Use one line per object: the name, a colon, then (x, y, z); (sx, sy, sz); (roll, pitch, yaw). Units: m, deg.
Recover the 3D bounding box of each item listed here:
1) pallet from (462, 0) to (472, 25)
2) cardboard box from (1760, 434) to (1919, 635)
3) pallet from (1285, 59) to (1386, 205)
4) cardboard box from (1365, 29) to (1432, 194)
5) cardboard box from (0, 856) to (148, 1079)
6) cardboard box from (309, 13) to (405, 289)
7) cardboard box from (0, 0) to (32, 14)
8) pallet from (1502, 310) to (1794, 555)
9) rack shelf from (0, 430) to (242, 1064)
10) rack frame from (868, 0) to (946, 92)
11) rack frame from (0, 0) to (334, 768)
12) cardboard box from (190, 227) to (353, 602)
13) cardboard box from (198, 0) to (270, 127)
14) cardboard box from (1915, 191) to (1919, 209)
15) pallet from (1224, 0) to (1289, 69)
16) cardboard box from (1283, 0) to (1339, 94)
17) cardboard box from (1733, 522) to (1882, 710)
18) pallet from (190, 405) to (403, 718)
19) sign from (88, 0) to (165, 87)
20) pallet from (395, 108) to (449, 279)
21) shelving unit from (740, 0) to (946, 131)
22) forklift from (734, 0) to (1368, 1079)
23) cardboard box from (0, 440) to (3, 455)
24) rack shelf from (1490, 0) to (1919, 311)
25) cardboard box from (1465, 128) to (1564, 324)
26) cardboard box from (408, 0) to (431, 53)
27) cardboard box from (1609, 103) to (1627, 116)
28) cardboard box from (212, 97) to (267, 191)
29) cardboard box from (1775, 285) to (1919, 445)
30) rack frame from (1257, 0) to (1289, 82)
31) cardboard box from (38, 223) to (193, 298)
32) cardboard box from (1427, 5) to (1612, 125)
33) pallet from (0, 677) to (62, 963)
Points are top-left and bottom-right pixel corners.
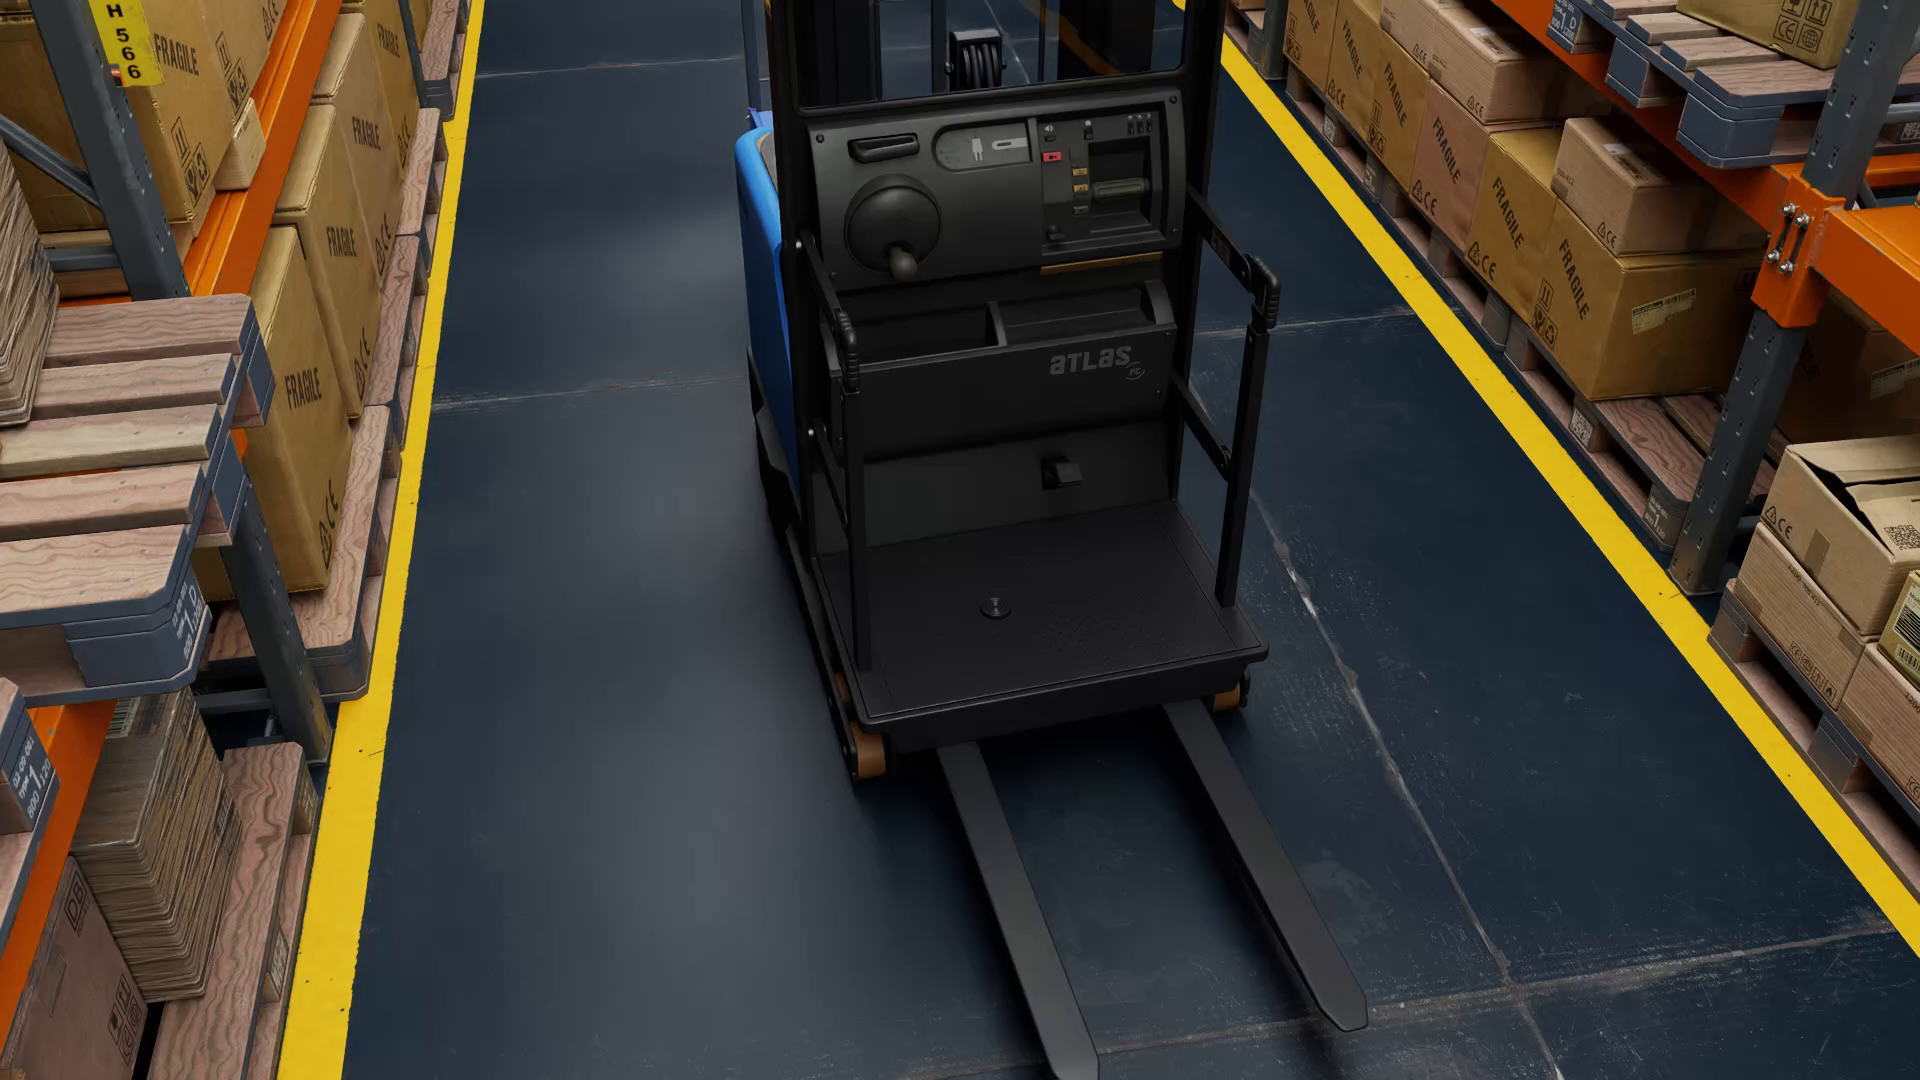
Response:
pallet: (-3.176, -3.083, 9.047); (1.003, 0.211, 1.213); (-6, 38, -8)
cardboard box: (2.477, -0.051, 4.313); (0.500, 0.311, 0.500); (-5, 38, -6)
pallet: (2.153, -1.925, 7.556); (1.003, 0.211, 1.213); (-6, 38, -8)
cardboard box: (2.003, -1.758, 6.747); (0.500, 0.500, 0.500); (-6, 38, -7)
cardboard box: (-2.048, 1.004, 3.192); (0.700, 0.500, 0.500); (-6, 38, -8)
cardboard box: (-2.502, -1.380, 5.991); (0.750, 0.750, 0.750); (-5, 38, -7)
cardboard box: (-2.032, -1.343, 3.582); (0.500, 0.250, 0.500); (-5, 38, -7)
pallet: (2.581, -0.451, 5.659); (1.003, 0.211, 1.213); (-6, 38, -8)
rack shelf: (-1.851, 0.930, 2.195); (1.077, 0.370, 4.000); (-6, 38, -8)
rack frame: (-0.289, -1.144, 5.501); (0.500, 1.500, 0.032); (-9, 39, -12)
rack frame: (-2.202, -0.562, 3.529); (1.000, 3.000, 0.127); (-6, 38, -8)
cardboard box: (-2.201, -0.338, 4.650); (0.750, 0.750, 0.750); (-7, 38, -9)
cardboard box: (-2.117, -1.365, 4.222); (0.500, 0.500, 0.500); (-5, 38, -6)
cardboard box: (2.695, -0.838, 3.956); (0.500, 0.311, 0.500); (-4, 38, -5)
pallet: (1.854, -2.827, 8.717); (1.003, 0.211, 1.213); (-6, 38, -8)
cardboard box: (1.818, -2.382, 7.550); (0.500, 0.500, 0.500); (-8, 39, -10)
cardboard box: (2.477, 0.170, 4.485); (0.500, 0.250, 0.500); (-6, 38, -8)
pallet: (-2.266, 0.054, 5.008); (1.003, 0.211, 1.213); (-6, 38, -8)
sign: (-1.669, -1.052, 3.280); (0.100, 0.325, 0.005); (-6, 38, -8)
pallet: (-2.693, -1.419, 6.905); (1.003, 0.211, 1.213); (-6, 38, -8)
shelving unit: (-0.421, -1.446, 5.888); (0.538, 1.500, 1.048); (-9, 39, -12)
forklift: (0.160, -0.788, 3.876); (1.130, 2.935, 3.031); (-9, 39, -12)
cardboard box: (-1.985, -0.158, 2.569); (0.700, 0.500, 0.500); (-10, 39, -12)
rack shelf: (2.324, -2.021, 5.993); (1.077, 0.370, 4.000); (-6, 38, -8)
cardboard box: (2.189, -1.136, 5.947); (0.500, 0.500, 0.500); (-8, 38, -10)
cardboard box: (-2.933, -2.620, 7.872); (0.700, 0.500, 0.500); (-6, 38, -7)
cardboard box: (2.599, -1.524, 6.445); (0.500, 0.500, 0.500); (-7, 38, -9)
cardboard box: (-2.030, -1.018, 4.303); (0.380, 0.149, 0.250); (-5, 38, -7)
cardboard box: (2.876, -0.590, 5.243); (0.500, 0.500, 0.500); (-5, 38, -6)
rack frame: (1.973, -3.513, 7.328); (1.000, 3.000, 0.127); (-6, 38, -8)
cardboard box: (-2.031, -0.695, 3.888); (0.380, 0.149, 0.250); (-7, 38, -9)
cardboard box: (2.082, -1.771, 6.152); (0.500, 0.250, 0.500); (-7, 38, -9)
pallet: (-1.814, 0.705, 2.054); (1.003, 0.211, 1.213); (-6, 38, -8)
